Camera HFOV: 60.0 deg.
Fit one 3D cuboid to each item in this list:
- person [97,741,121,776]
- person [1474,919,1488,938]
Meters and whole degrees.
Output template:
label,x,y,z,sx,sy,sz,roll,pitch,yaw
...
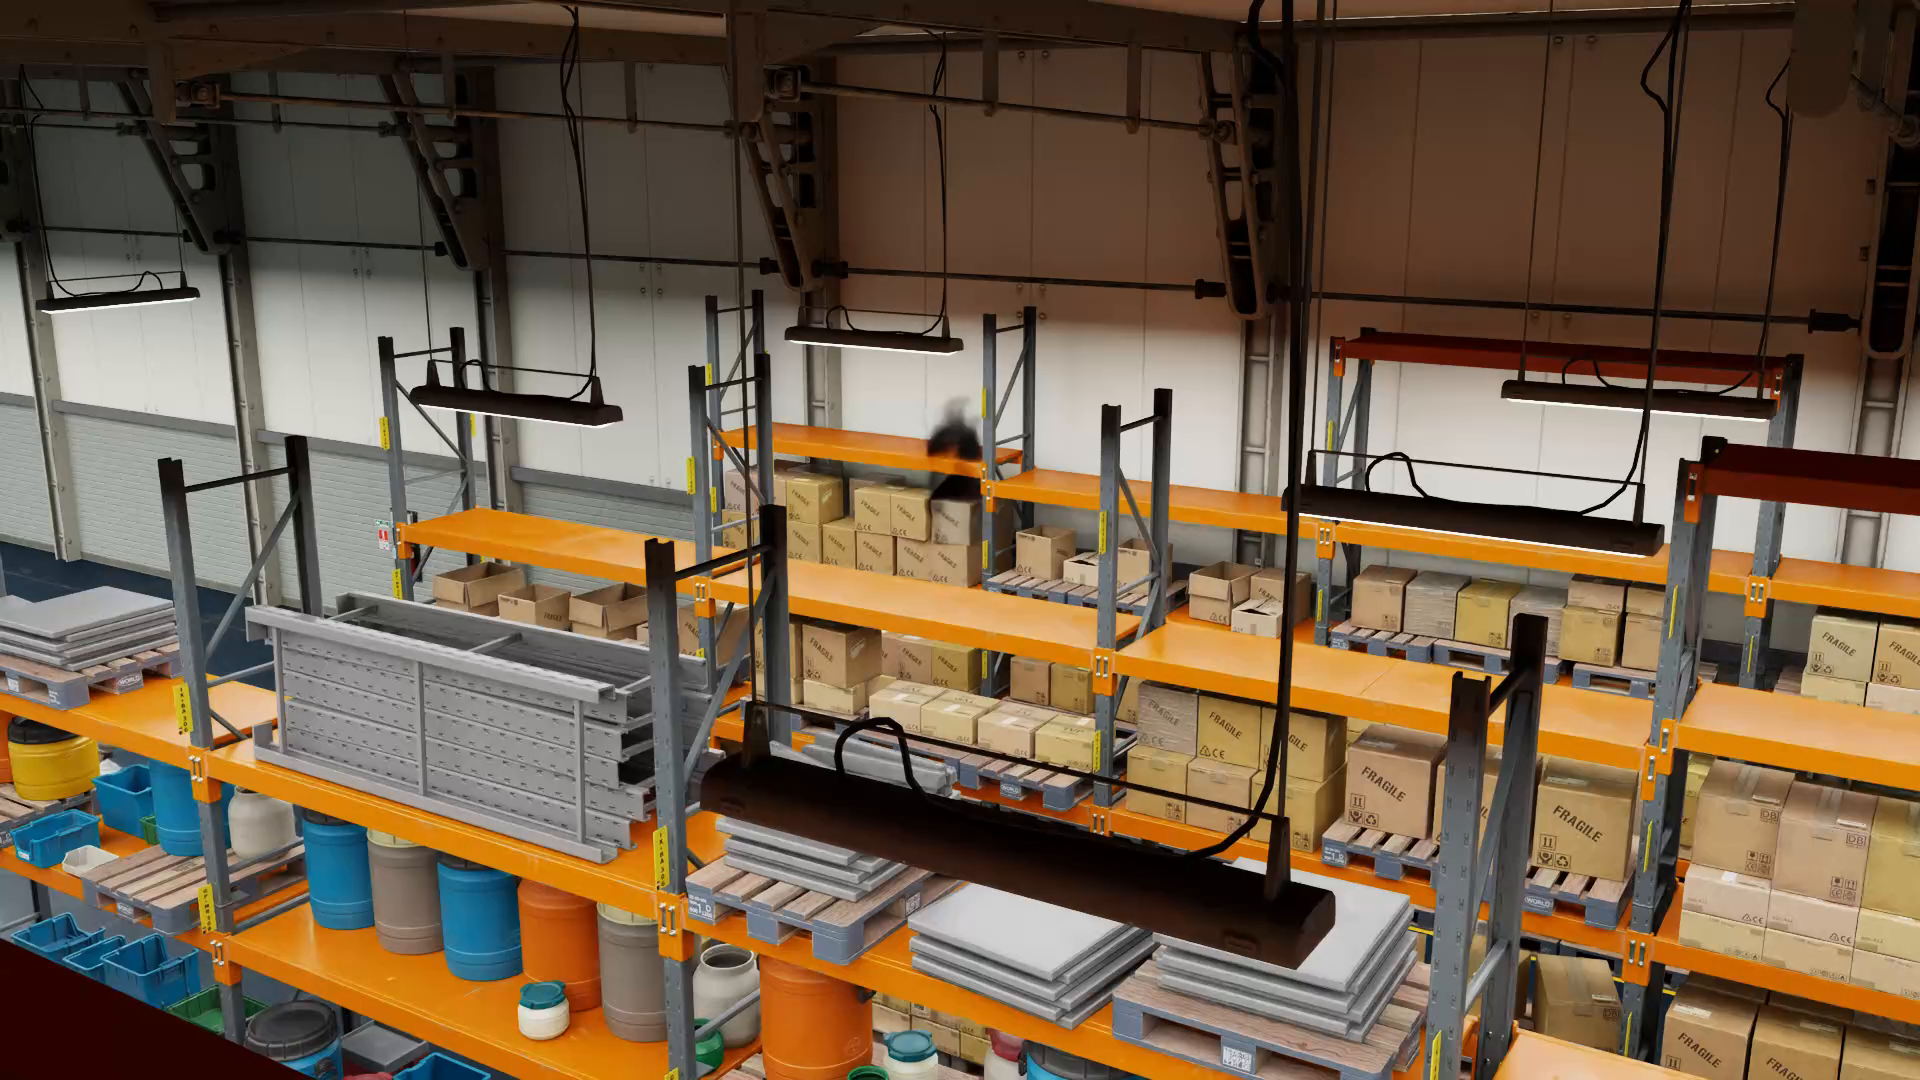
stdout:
label,x,y,z,sx,sy,sz,roll,pitch,yaw
person,-9.126,2.945,17.825,0.765,1.753,0.584,-12,18,-40
person,4.661,3.664,14.835,0.575,1.720,0.698,4,14,17
